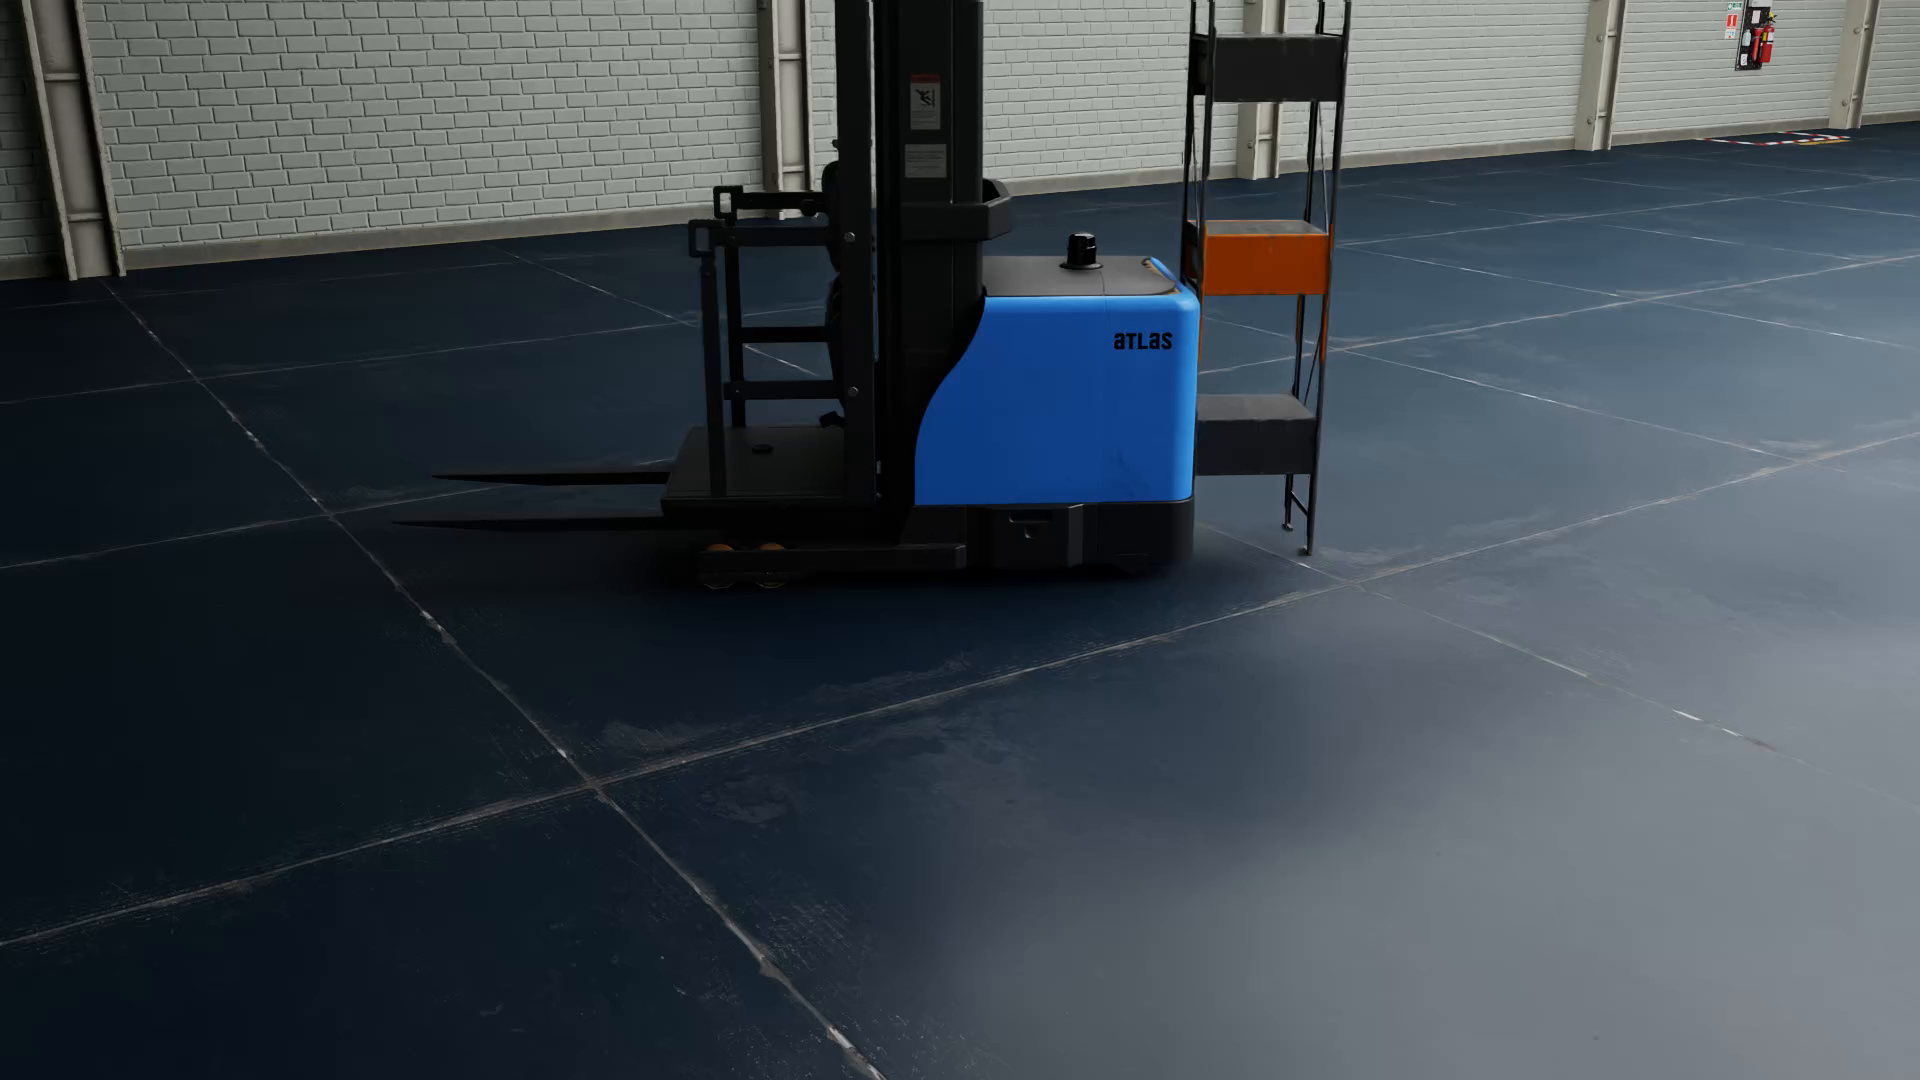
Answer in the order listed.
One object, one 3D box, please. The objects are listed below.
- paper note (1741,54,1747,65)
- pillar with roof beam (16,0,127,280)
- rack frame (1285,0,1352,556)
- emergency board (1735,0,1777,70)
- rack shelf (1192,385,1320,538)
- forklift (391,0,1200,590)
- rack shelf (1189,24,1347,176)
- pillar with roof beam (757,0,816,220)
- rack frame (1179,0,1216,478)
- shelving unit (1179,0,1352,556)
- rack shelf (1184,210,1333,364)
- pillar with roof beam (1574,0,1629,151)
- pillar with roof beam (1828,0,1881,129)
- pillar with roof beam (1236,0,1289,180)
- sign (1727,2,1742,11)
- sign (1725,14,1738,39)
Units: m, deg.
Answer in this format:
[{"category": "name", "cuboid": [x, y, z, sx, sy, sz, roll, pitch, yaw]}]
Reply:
[{"category": "paper note", "cuboid": [11.142, -6.824, 23.622, 0.142, 0.148, 0.016, -12, 22, -31]}, {"category": "pillar with roof beam", "cuboid": [-4.264, -5.142, 7.905, 0.400, 9.000, 9.100, -12, 22, -31]}, {"category": "rack frame", "cuboid": [1.372, -0.996, 6.413, 0.015, 2.100, 0.400, -1, 19, -3]}, {"category": "emergency board", "cuboid": [11.328, -7.254, 23.518, 0.643, 1.169, 0.194, -12, 22, -31]}, {"category": "rack shelf", "cuboid": [1.129, -0.316, 6.629, 0.480, 0.518, 0.431, -1, 19, -3]}, {"category": "forklift", "cuboid": [-0.646, -1.378, 6.244, 3.031, 2.935, 1.130, -1, 19, -3]}, {"category": "rack shelf", "cuboid": [1.129, -1.642, 6.181, 0.480, 0.518, 0.431, -1, 19, -3]}, {"category": "pillar with roof beam", "cuboid": [0.747, -6.199, 11.031, 0.400, 9.000, 9.100, -12, 22, -31]}, {"category": "rack frame", "cuboid": [0.885, -0.988, 6.389, 0.015, 2.100, 0.400, -1, 19, -3]}, {"category": "shelving unit", "cuboid": [1.129, -0.992, 6.401, 0.503, 2.100, 0.431, -1, 19, -3]}, {"category": "rack shelf", "cuboid": [1.129, -0.979, 6.405, 0.480, 0.518, 0.431, -1, 19, -3]}, {"category": "pillar with roof beam", "cuboid": [10.769, -8.313, 17.283, 0.400, 9.000, 9.100, -12, 22, -31]}, {"category": "pillar with roof beam", "cuboid": [15.780, -9.370, 20.409, 0.400, 9.000, 9.100, -12, 22, -31]}, {"category": "pillar with roof beam", "cuboid": [5.758, -7.256, 14.157, 0.400, 9.000, 9.100, -12, 22, -31]}, {"category": "sign", "cuboid": [10.818, -7.451, 23.217, 0.331, 0.109, 0.001, -12, 22, -31]}, {"category": "sign", "cuboid": [10.809, -7.201, 23.306, 0.234, 0.329, 0.001, -12, 22, -31]}]
